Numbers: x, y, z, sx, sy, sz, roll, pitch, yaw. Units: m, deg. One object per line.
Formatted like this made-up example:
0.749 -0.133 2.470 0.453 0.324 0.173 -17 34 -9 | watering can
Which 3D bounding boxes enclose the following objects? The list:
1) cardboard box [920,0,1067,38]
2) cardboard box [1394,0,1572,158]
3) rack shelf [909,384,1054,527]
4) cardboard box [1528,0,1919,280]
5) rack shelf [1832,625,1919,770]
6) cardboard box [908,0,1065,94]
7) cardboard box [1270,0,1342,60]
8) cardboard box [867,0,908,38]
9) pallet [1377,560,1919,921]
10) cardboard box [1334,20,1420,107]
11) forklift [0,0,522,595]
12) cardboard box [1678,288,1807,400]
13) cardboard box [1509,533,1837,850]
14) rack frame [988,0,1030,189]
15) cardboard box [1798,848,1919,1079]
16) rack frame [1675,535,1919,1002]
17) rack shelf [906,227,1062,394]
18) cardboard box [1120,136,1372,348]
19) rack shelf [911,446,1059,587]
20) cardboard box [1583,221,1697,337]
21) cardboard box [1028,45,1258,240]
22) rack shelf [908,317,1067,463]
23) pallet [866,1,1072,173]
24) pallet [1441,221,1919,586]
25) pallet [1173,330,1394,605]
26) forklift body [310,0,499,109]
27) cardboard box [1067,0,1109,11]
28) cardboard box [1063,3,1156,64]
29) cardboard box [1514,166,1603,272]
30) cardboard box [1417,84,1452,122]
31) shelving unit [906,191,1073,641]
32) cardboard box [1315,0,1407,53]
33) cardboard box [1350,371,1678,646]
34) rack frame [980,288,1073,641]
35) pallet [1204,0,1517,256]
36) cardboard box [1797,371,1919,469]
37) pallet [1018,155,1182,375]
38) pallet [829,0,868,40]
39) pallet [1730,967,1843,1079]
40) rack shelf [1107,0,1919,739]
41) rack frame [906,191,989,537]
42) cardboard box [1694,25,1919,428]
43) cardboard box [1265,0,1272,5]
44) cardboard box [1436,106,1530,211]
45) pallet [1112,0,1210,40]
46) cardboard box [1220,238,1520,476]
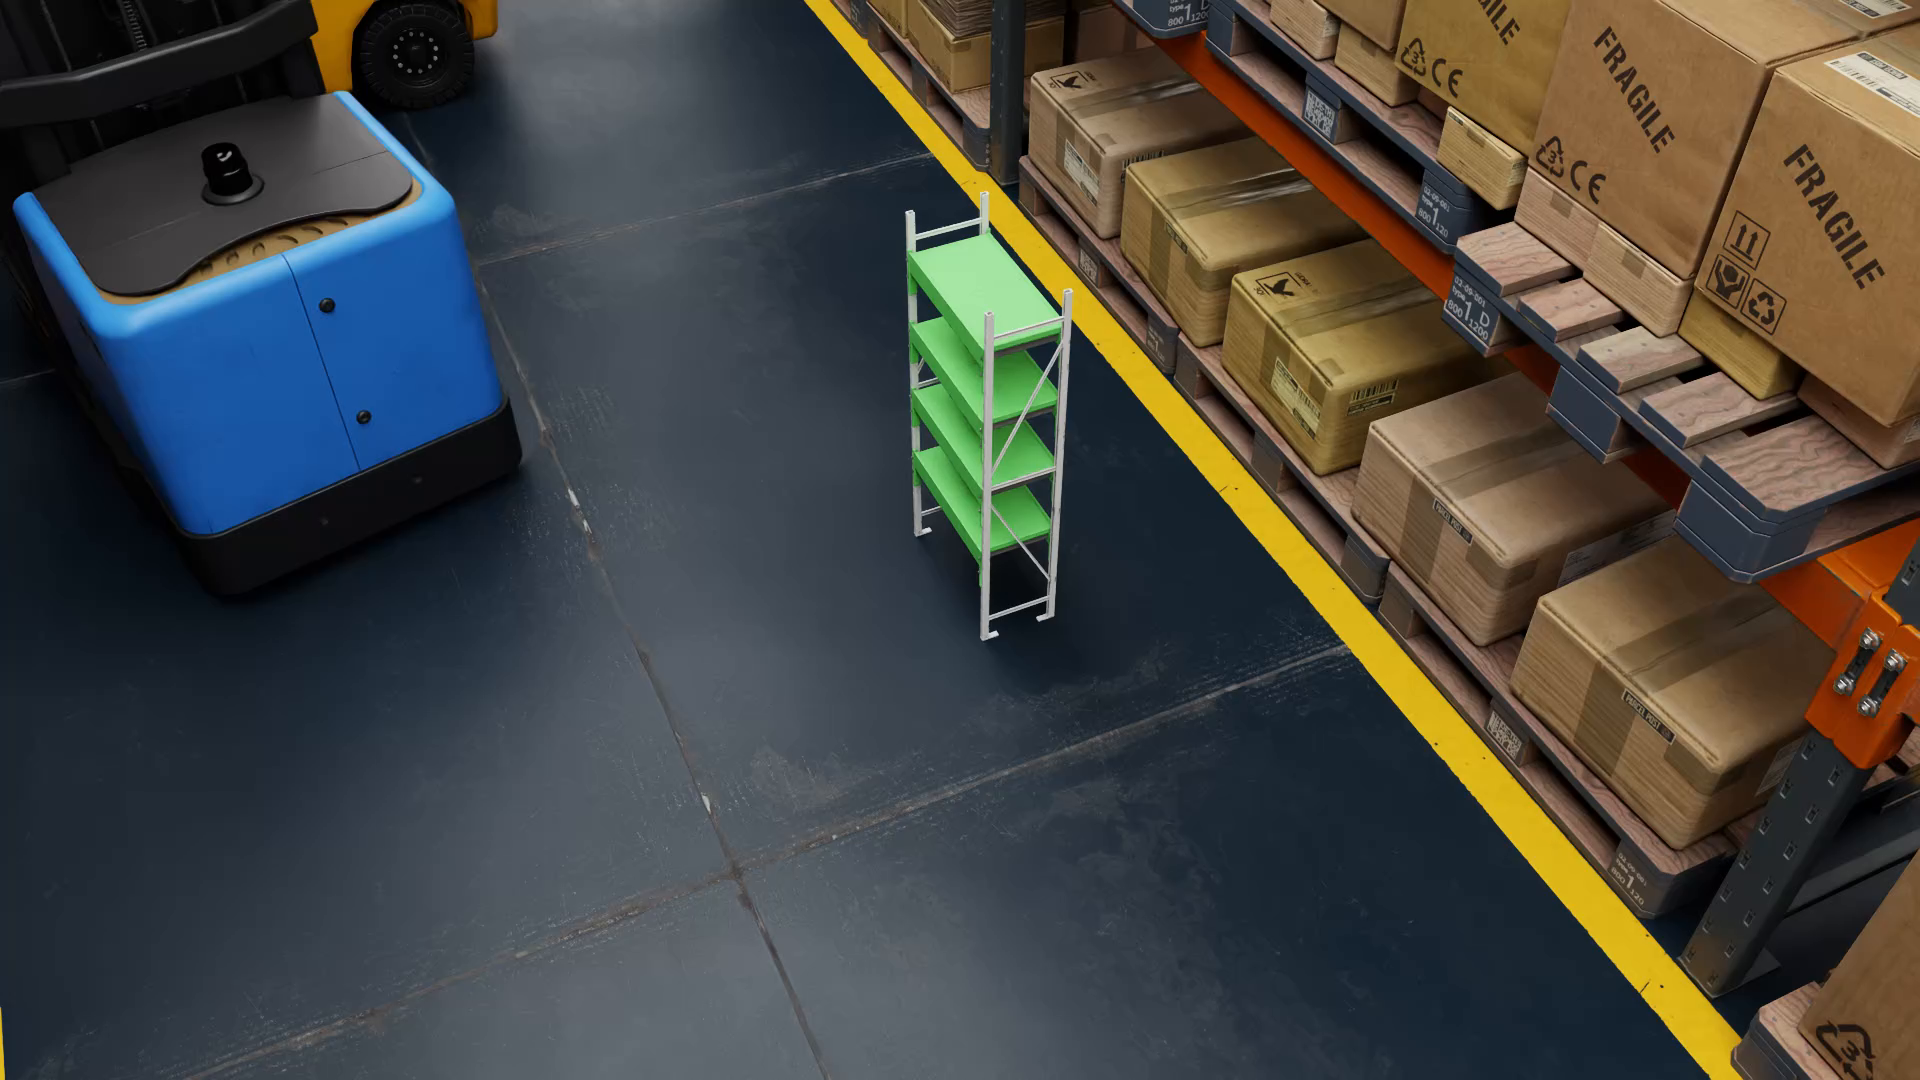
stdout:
0.103 -2.402 6.673 0.500 0.500 0.500 -19 48 -18 | cardboard box
1.393 -1.263 3.813 0.500 0.500 0.500 -21 48 -20 | cardboard box
0.070 -0.276 4.767 0.258 0.148 0.480 -18 47 -17 | rack shelf
1.606 -0.942 3.487 0.500 0.500 0.500 -19 48 -18 | cardboard box
3.118 1.413 2.194 1.077 0.370 4.000 -18 47 -17 | rack shelf
0.103 -2.134 6.936 0.500 0.250 0.500 -16 47 -16 | cardboard box
1.064 -1.442 4.456 0.380 0.149 0.250 -16 47 -16 | cardboard box
-0.130 -2.471 7.277 0.500 0.250 0.500 -19 48 -18 | cardboard box
1.950 0.377 4.718 1.003 0.211 1.213 -18 47 -17 | pallet
1.202 -1.281 4.292 0.380 0.149 0.250 -19 48 -19 | cardboard box
-2.725 -1.863 5.051 1.130 2.935 3.031 -28 51 -26 | forklift
1.747 -0.466 3.467 0.380 0.149 0.250 -17 47 -17 | cardboard box
2.049 0.306 4.377 0.950 0.372 0.625 -21 48 -20 | cardboard box
0.595 -2.666 5.817 1.000 3.000 0.127 -18 47 -17 | rack frame
2.492 0.954 3.361 0.875 0.875 0.875 -18 48 -18 | cardboard box
2.277 -0.117 3.233 1.000 3.000 0.127 -18 47 -17 | rack frame
0.070 -0.618 4.429 0.258 0.148 0.480 -18 47 -17 | rack shelf
1.123 -1.090 5.791 0.950 0.372 0.625 -15 47 -15 | cardboard box
0.070 -0.105 4.935 0.258 0.148 0.480 -18 47 -17 | rack shelf
1.601 -0.614 3.616 0.380 0.149 0.250 -18 48 -18 | cardboard box
0.818 -1.547 6.254 0.950 0.372 0.625 -17 47 -17 | cardboard box
0.070 -0.447 4.598 0.258 0.148 0.480 -18 47 -17 | rack shelf
0.281 -2.091 7.219 1.003 0.211 1.213 -18 47 -17 | pallet
1.881 -0.472 3.729 1.213 0.211 1.003 -18 47 -17 | pallet
1.441 -0.399 5.505 1.003 0.211 1.213 -18 47 -17 | pallet
-3.136 -2.775 6.531 2.313 2.155 1.214 -18 47 -17 | forklift body
0.592 -2.560 6.833 0.500 0.500 0.500 -16 47 -16 | cardboard box
0.592 -2.293 7.097 0.500 0.250 0.500 -20 48 -19 | cardboard box
1.502 -0.776 3.781 0.380 0.149 0.250 -20 48 -19 | cardboard box
1.383 -1.145 4.155 0.380 0.149 0.250 -18 47 -17 | cardboard box
0.070 -0.322 4.722 0.258 1.200 0.503 -18 47 -17 | shelving unit
1.165 -1.612 4.166 0.500 0.500 0.500 -20 48 -19 | cardboard box
1.731 -0.162 4.851 0.950 0.372 0.625 -19 48 -18 | cardboard box
0.172 -0.166 4.564 0.240 1.200 0.015 -18 47 -17 | rack frame
1.408 -1.298 4.567 1.003 0.211 1.213 -18 47 -17 | pallet
1.926 -0.317 3.315 0.380 0.149 0.250 -16 47 -16 | cardboard box
0.924 -1.178 6.294 1.003 0.211 1.213 -18 47 -17 | pallet
-0.236 -2.870 8.008 1.003 0.211 1.213 -18 47 -17 | pallet
2.540 1.400 3.681 1.003 0.211 1.213 -18 47 -17 | pallet
1.436 -1.136 4.778 1.077 0.370 4.000 -18 47 -17 | rack shelf
-0.033 -0.477 4.879 0.240 1.200 0.015 -18 47 -17 | rack frame
1.834 -0.616 3.157 0.500 0.500 0.500 -19 48 -19 | cardboard box
0.999 -1.627 4.643 0.380 0.149 0.250 -18 47 -17 | cardboard box
1.374 -0.948 3.955 0.380 0.149 0.250 -17 47 -17 | cardboard box
0.785 -2.068 5.347 1.003 0.211 1.213 -18 47 -17 | pallet
1.417 -0.647 5.342 0.950 0.372 0.625 -17 47 -16 | cardboard box
